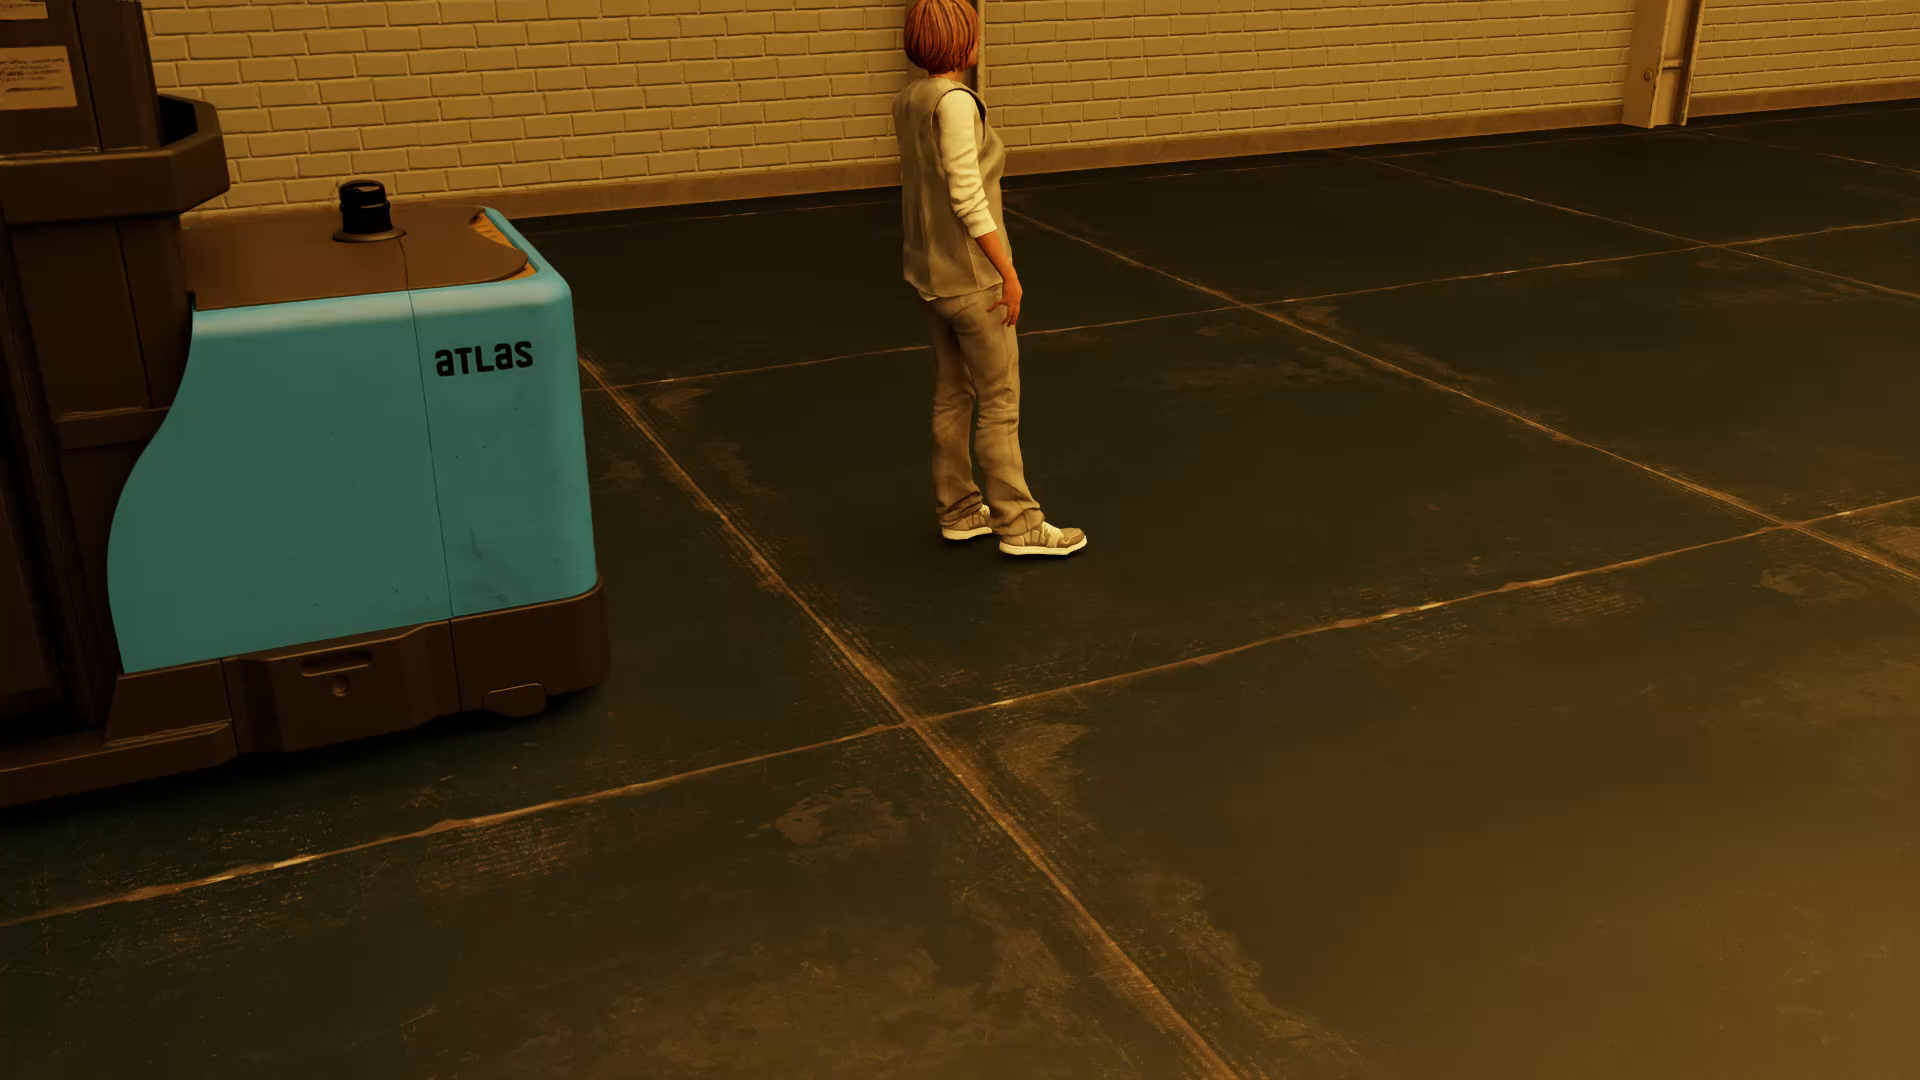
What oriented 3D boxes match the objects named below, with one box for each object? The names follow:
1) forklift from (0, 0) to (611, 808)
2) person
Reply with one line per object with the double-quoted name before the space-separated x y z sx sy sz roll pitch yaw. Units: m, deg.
"forklift" -2.431 -0.883 3.412 3.031 2.935 1.130 -10 24 -22
"person" 0.073 -0.751 4.816 0.473 1.599 0.521 -10 25 -23
